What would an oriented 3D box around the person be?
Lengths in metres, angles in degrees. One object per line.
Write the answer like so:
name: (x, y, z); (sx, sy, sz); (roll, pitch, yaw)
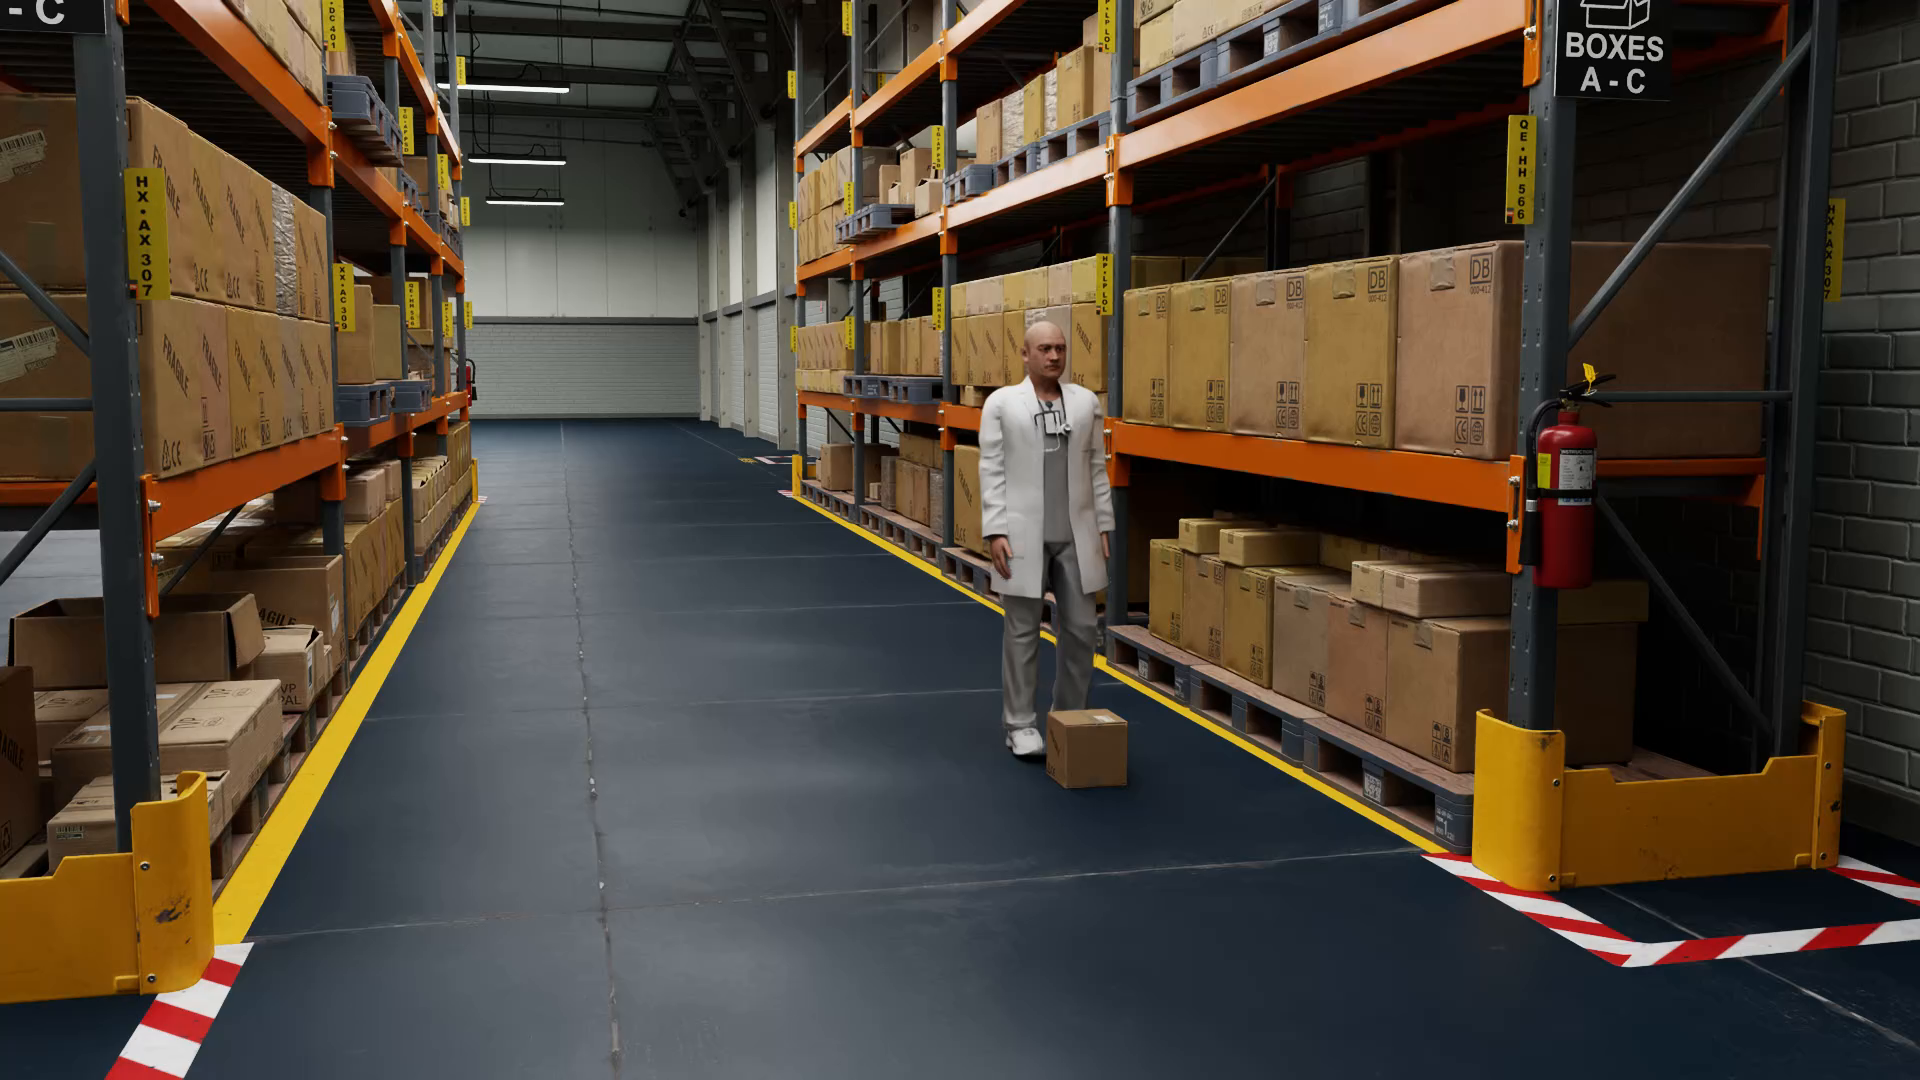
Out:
person: (0.369, 0.031, 6.907); (0.593, 1.864, 0.470); (-2, 6, -14)
